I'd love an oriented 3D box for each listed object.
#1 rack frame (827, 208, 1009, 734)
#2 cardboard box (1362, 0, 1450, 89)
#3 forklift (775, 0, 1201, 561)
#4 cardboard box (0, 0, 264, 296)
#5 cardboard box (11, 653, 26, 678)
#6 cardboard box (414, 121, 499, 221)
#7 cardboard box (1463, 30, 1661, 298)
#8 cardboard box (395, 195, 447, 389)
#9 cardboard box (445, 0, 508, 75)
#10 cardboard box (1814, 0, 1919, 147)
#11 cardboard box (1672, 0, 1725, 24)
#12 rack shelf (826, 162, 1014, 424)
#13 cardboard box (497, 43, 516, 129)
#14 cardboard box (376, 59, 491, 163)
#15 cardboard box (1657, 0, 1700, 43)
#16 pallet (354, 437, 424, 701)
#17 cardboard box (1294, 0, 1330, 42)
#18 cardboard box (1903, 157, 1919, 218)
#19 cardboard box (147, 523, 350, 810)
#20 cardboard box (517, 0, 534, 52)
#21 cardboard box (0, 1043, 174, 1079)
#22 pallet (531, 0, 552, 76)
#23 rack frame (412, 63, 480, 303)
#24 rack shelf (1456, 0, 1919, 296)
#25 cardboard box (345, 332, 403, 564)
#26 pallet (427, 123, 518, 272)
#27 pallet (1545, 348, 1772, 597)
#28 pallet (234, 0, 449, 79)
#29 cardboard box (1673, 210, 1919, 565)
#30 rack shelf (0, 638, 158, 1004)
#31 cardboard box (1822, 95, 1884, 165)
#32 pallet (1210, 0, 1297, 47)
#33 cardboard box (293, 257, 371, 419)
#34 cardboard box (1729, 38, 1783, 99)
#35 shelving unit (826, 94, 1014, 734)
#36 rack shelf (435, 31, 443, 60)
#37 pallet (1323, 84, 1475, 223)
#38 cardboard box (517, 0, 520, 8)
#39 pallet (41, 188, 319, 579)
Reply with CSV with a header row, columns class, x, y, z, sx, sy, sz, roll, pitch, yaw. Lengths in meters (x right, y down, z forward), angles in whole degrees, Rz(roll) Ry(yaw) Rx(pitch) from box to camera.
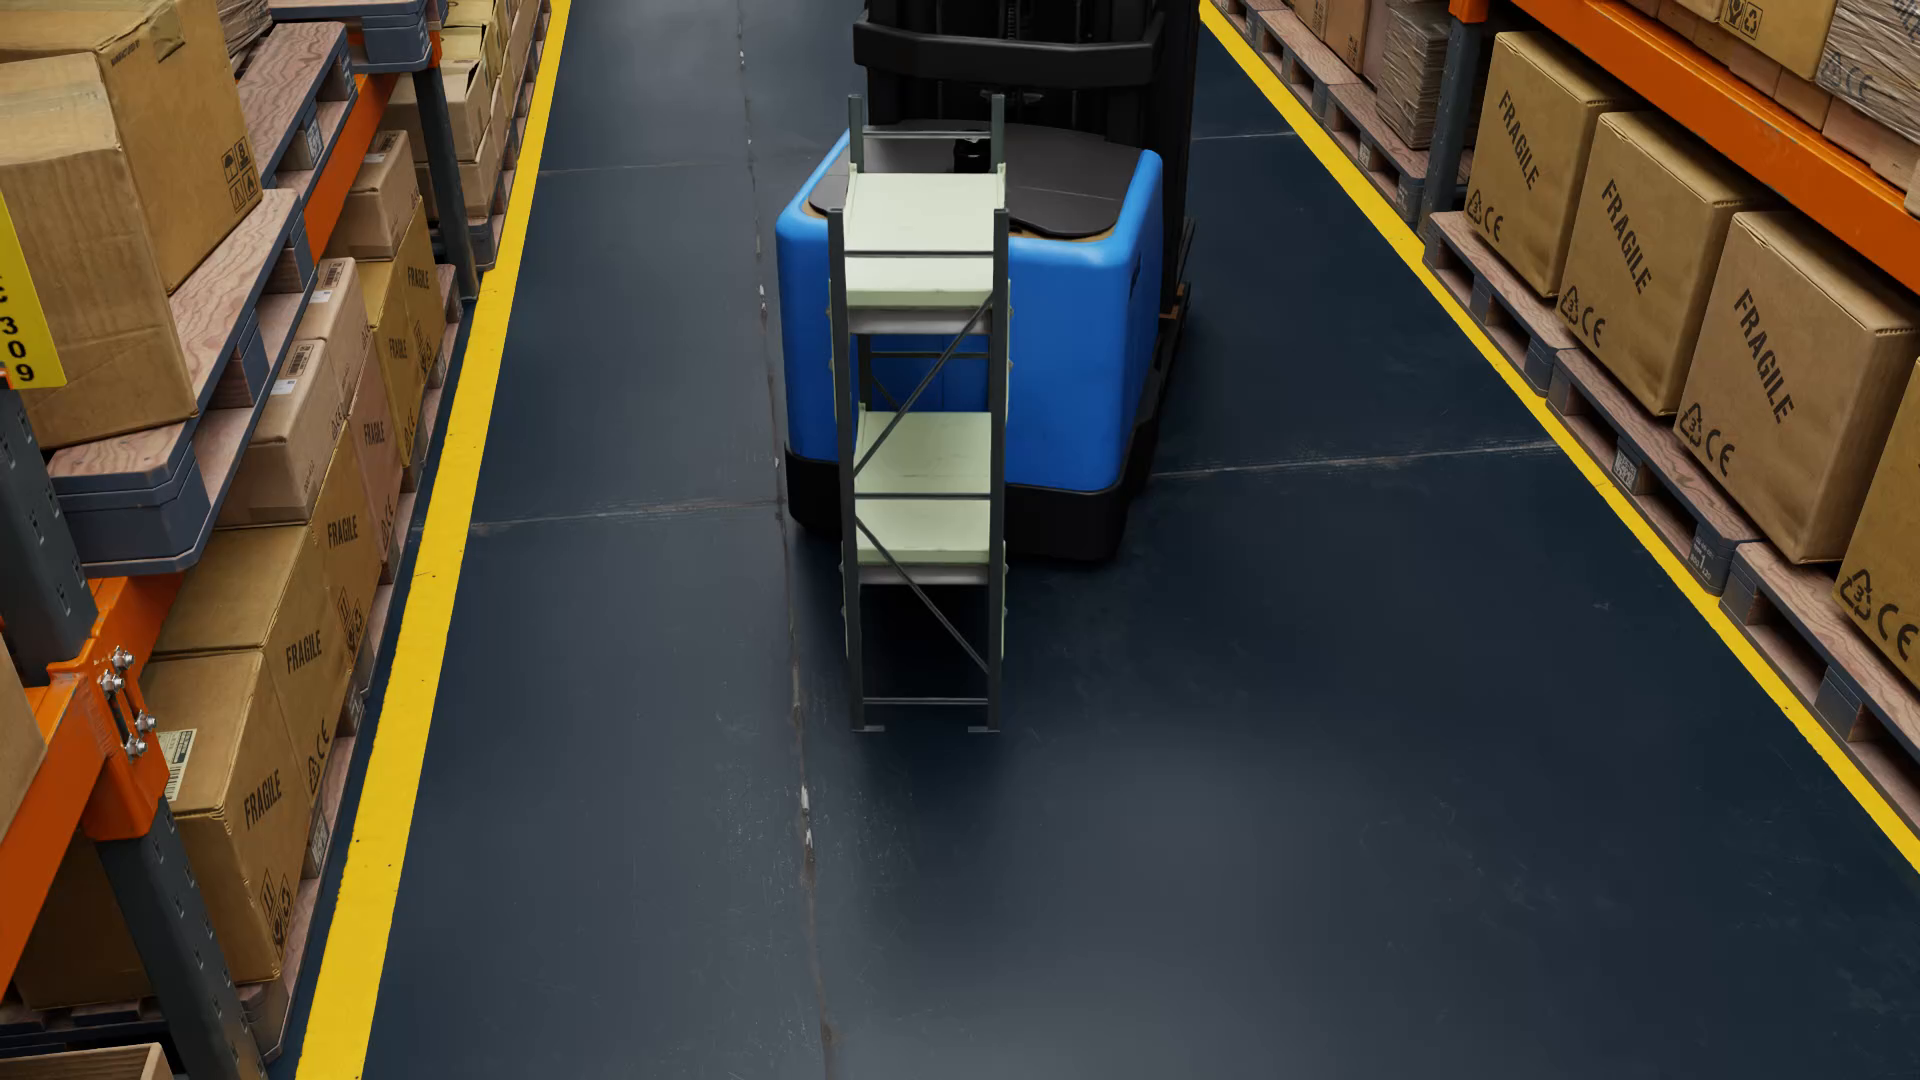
class,x,y,z,sx,sy,sz,roll,pitch,yaw
rack frame,-0.092,-0.104,4.071,0.400,1.500,0.023,0,34,0
cardboard box,2.372,-2.407,7.948,0.700,0.500,0.500,-4,35,-6
forklift,0.282,-1.974,5.543,1.130,2.935,3.031,7,35,10
cardboard box,-1.893,-0.830,3.342,0.700,0.500,0.500,1,34,1
cardboard box,-2.305,0.366,3.878,0.500,0.500,0.500,-4,35,-6
cardboard box,-2.213,-1.539,6.913,0.500,0.250,0.500,-4,35,-7
cardboard box,2.443,-1.429,6.219,0.750,0.750,0.750,-5,35,-7
cardboard box,-2.076,-0.832,5.636,0.500,0.500,0.500,-3,34,-5
cardboard box,-2.359,-2.348,7.602,0.500,0.311,0.500,-5,35,-8
cardboard box,2.563,-1.308,4.135,0.500,0.500,0.500,-4,35,-6
cardboard box,2.413,-1.876,4.969,0.500,0.500,0.500,-5,35,-7
rack shelf,-0.089,-0.633,4.154,0.431,0.370,0.720,0,34,0
cardboard box,-2.358,-2.109,7.749,0.500,0.250,0.500,-5,35,-8
cardboard box,-2.213,-1.770,6.755,0.500,0.311,0.500,-3,34,-5
cardboard box,2.466,-1.696,5.281,0.380,0.149,0.250,-4,34,-5
pallet,-2.210,0.064,4.968,1.003,0.211,1.213,-4,35,-6
cardboard box,2.199,-2.963,8.764,0.700,0.500,0.500,-4,34,-6
cardboard box,2.545,-0.834,4.015,0.380,0.149,0.250,-4,35,-6
cardboard box,-1.802,0.311,3.959,0.500,0.500,0.500,-4,34,-6
cardboard box,-2.493,-2.679,8.586,0.500,0.250,0.500,-4,34,-5
cardboard box,-1.538,1.193,2.665,0.500,0.500,0.500,-4,35,-6
pallet,-2.834,-2.859,9.257,1.003,0.211,1.213,-4,35,-6
rack frame,-2.434,-2.187,5.795,1.000,3.000,0.127,-4,35,-6
rack shelf,2.743,-1.151,4.914,1.077,0.370,4.000,-4,35,-6
cardboard box,-1.930,-0.250,4.783,0.500,0.500,0.500,-6,35,-8
pallet,-2.506,-1.497,7.259,1.003,0.211,1.213,-4,35,-6
pallet,2.666,-0.287,5.484,1.003,0.211,1.213,-4,35,-6
pallet,-2.273,-1.735,5.302,1.213,0.211,1.003,-4,35,-6
cardboard box,2.673,-0.466,4.806,0.750,0.750,0.750,-3,34,-5
rack shelf,-1.627,1.459,1.085,1.077,0.370,4.000,-4,35,-6
cardboard box,2.559,-1.116,4.429,0.380,0.149,0.250,-5,35,-8
pallet,2.042,-3.210,9.772,1.003,0.211,1.213,-4,35,-6
cardboard box,-1.922,-0.540,4.542,0.500,0.250,0.500,-5,35,-7
cardboard box,2.506,-1.412,4.864,0.380,0.149,0.250,-4,34,-6
shelving unit,-0.089,-0.310,4.374,0.431,1.500,0.755,0,34,0
rack shelf,-2.703,-3.006,7.636,1.077,0.370,4.000,-4,35,-6
pallet,2.371,-1.848,7.774,1.003,0.211,1.213,-4,35,-6
cardboard box,-2.492,-2.915,8.435,0.500,0.311,0.500,-4,35,-7
pallet,-1.895,-0.330,3.241,1.003,0.211,1.213,-4,35,-6
